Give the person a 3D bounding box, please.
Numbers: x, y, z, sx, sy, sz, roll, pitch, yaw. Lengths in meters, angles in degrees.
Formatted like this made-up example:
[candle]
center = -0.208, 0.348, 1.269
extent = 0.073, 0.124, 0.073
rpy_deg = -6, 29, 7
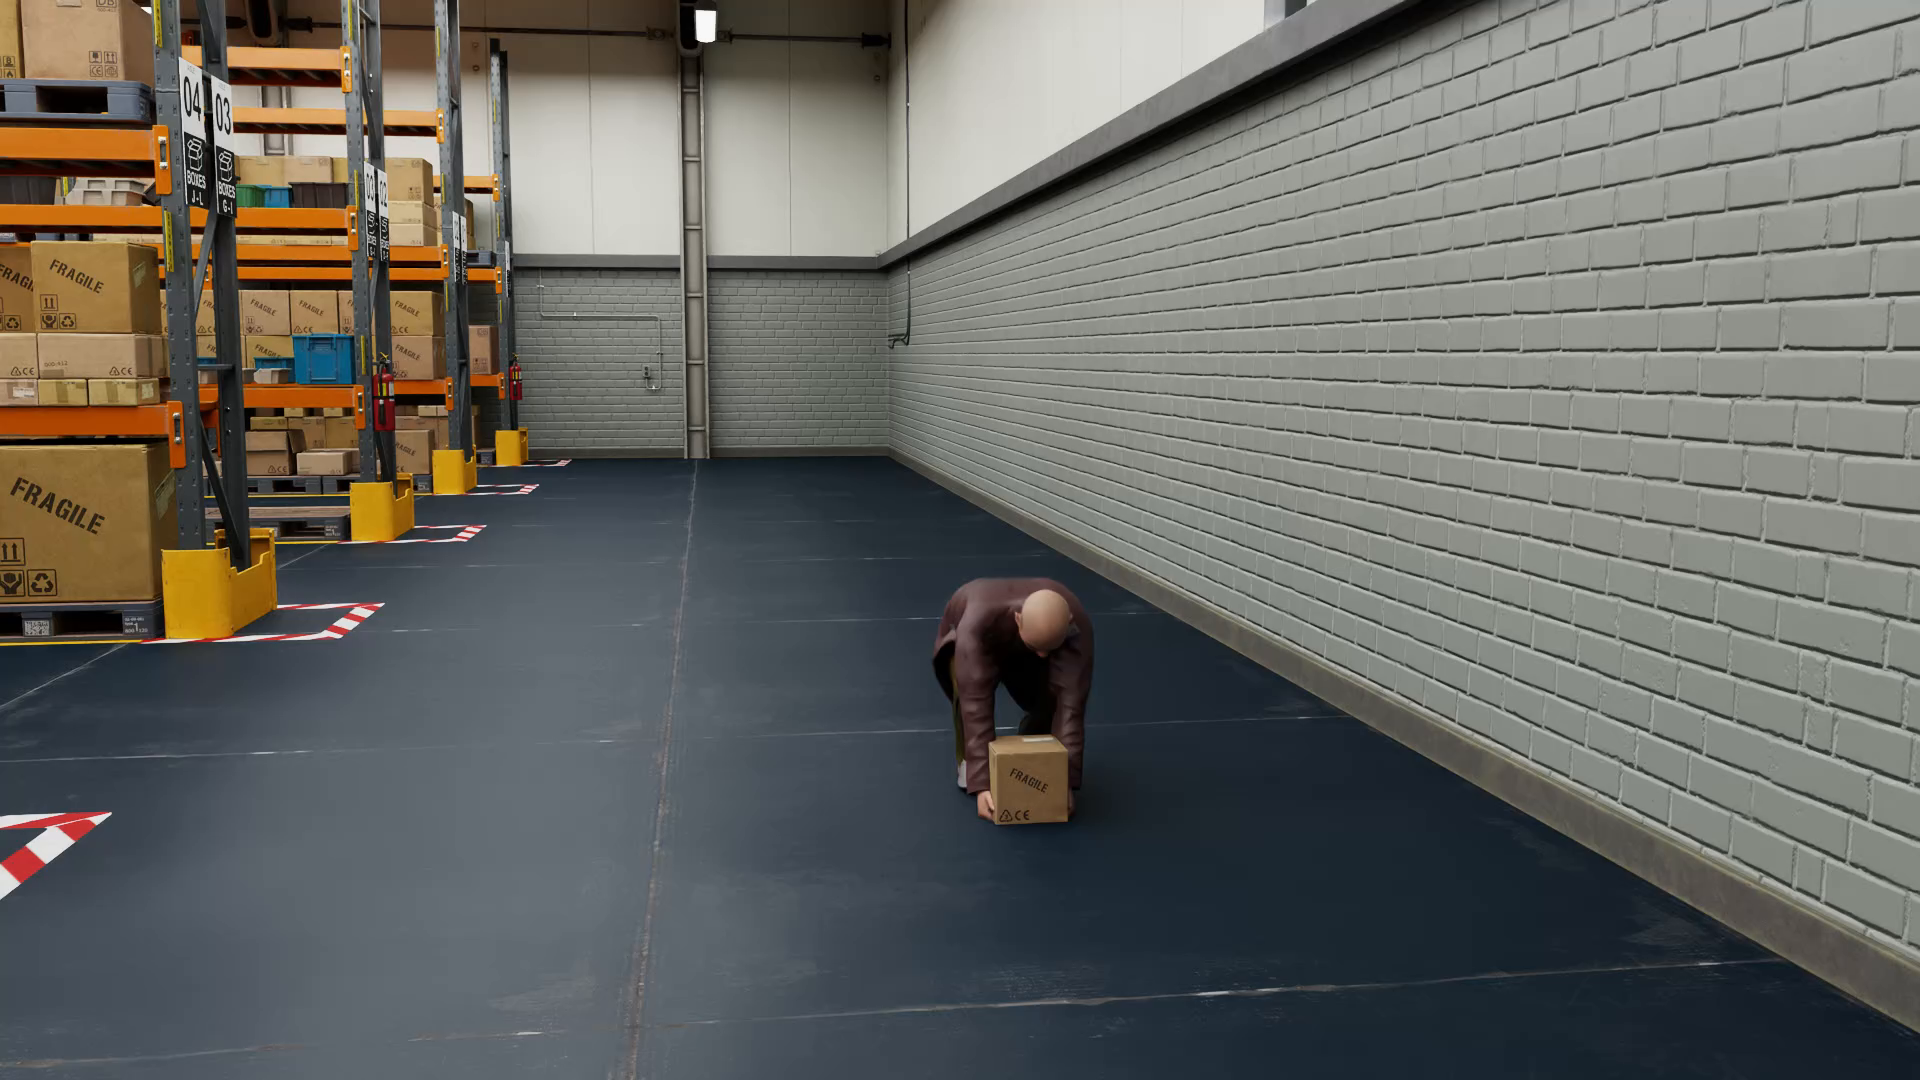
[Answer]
[person]
center = 0.190, 0.532, 6.044
extent = 0.574, 0.812, 0.934
rpy_deg = -1, 6, -10
